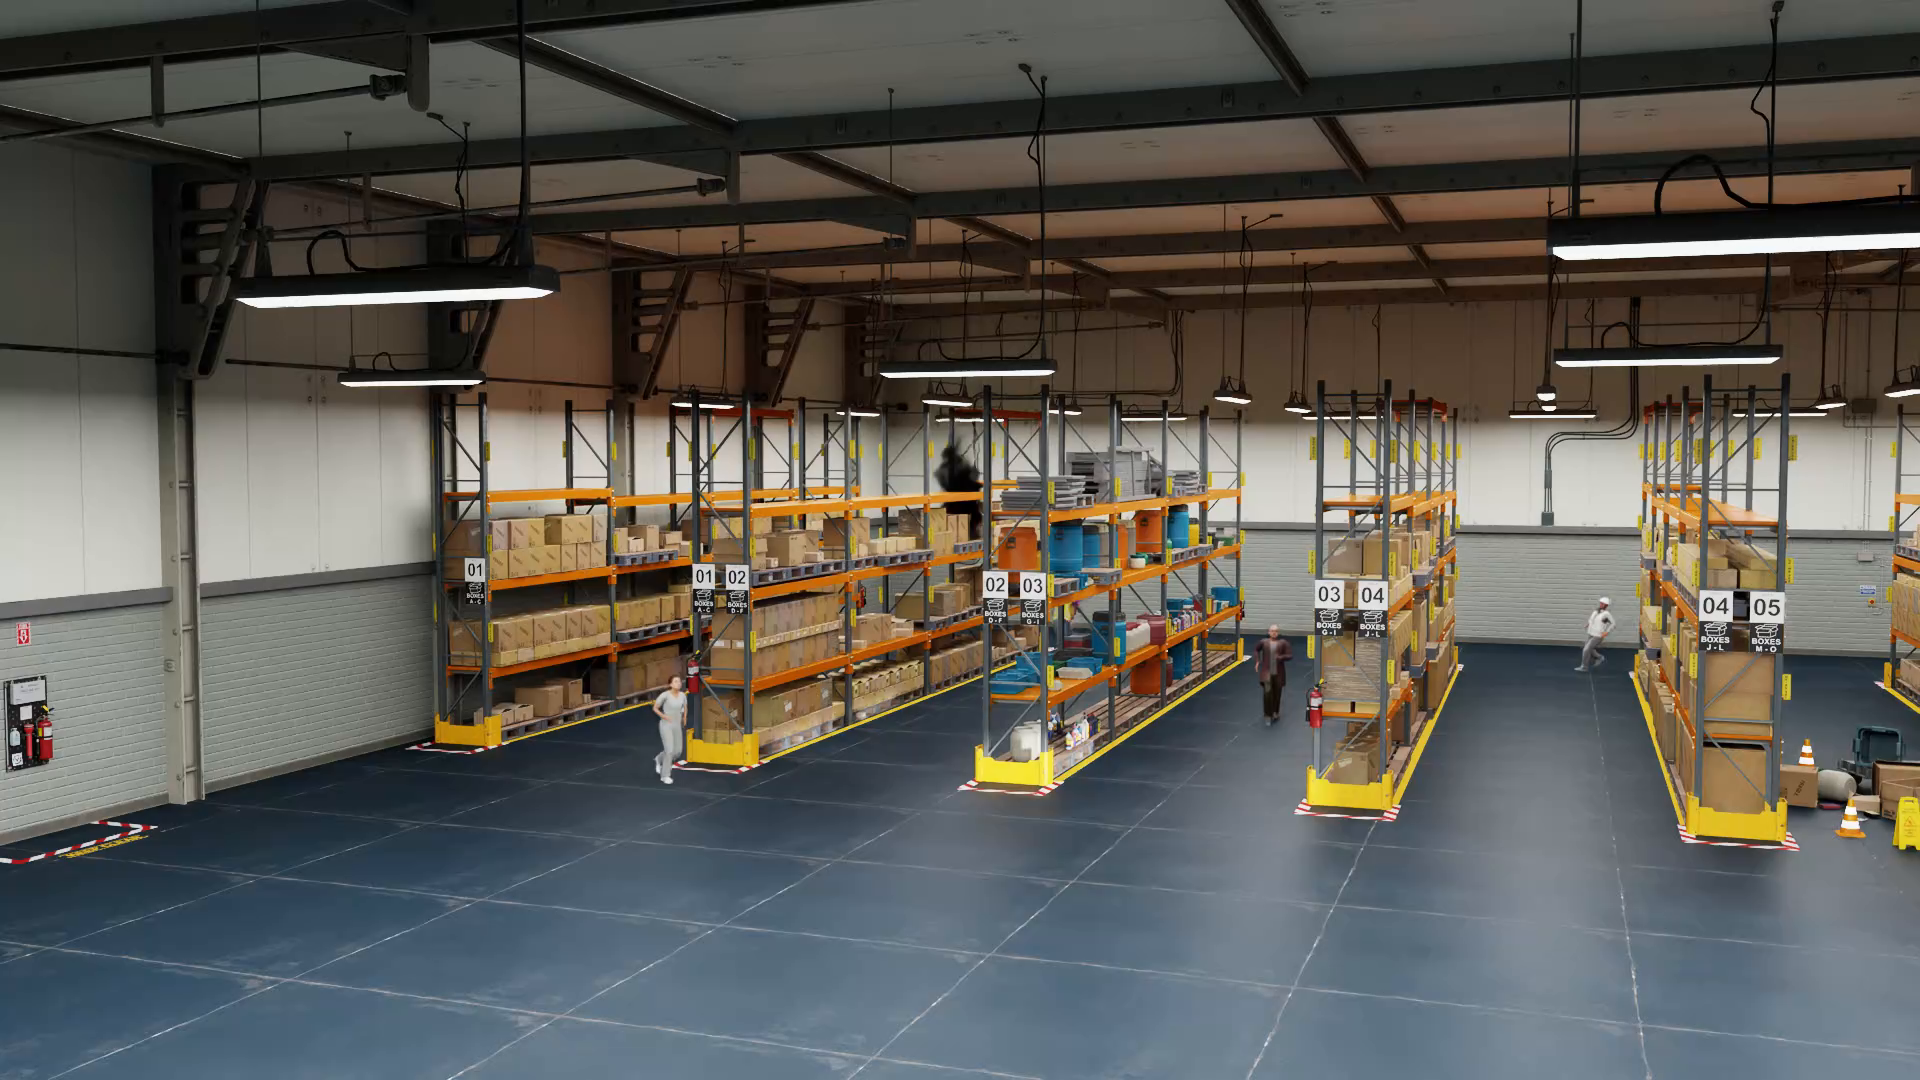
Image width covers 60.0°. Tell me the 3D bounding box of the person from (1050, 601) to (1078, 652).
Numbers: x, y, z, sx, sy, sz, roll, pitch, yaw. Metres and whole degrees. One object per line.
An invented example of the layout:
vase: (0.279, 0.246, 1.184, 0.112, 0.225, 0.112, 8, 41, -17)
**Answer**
person: (2.332, 1.838, 37.828, 0.701, 1.758, 0.780, 1, 3, 17)

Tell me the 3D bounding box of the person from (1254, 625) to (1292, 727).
person: (5.756, 2.484, 30.593, 0.672, 1.847, 0.855, 0, 3, 5)

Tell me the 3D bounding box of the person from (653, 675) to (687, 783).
person: (-4.408, 2.855, 25.353, 0.595, 1.621, 0.619, -2, 4, -38)

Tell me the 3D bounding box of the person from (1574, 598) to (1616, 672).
person: (14.362, 2.149, 37.588, 0.793, 1.705, 0.722, -1, 3, -12)
